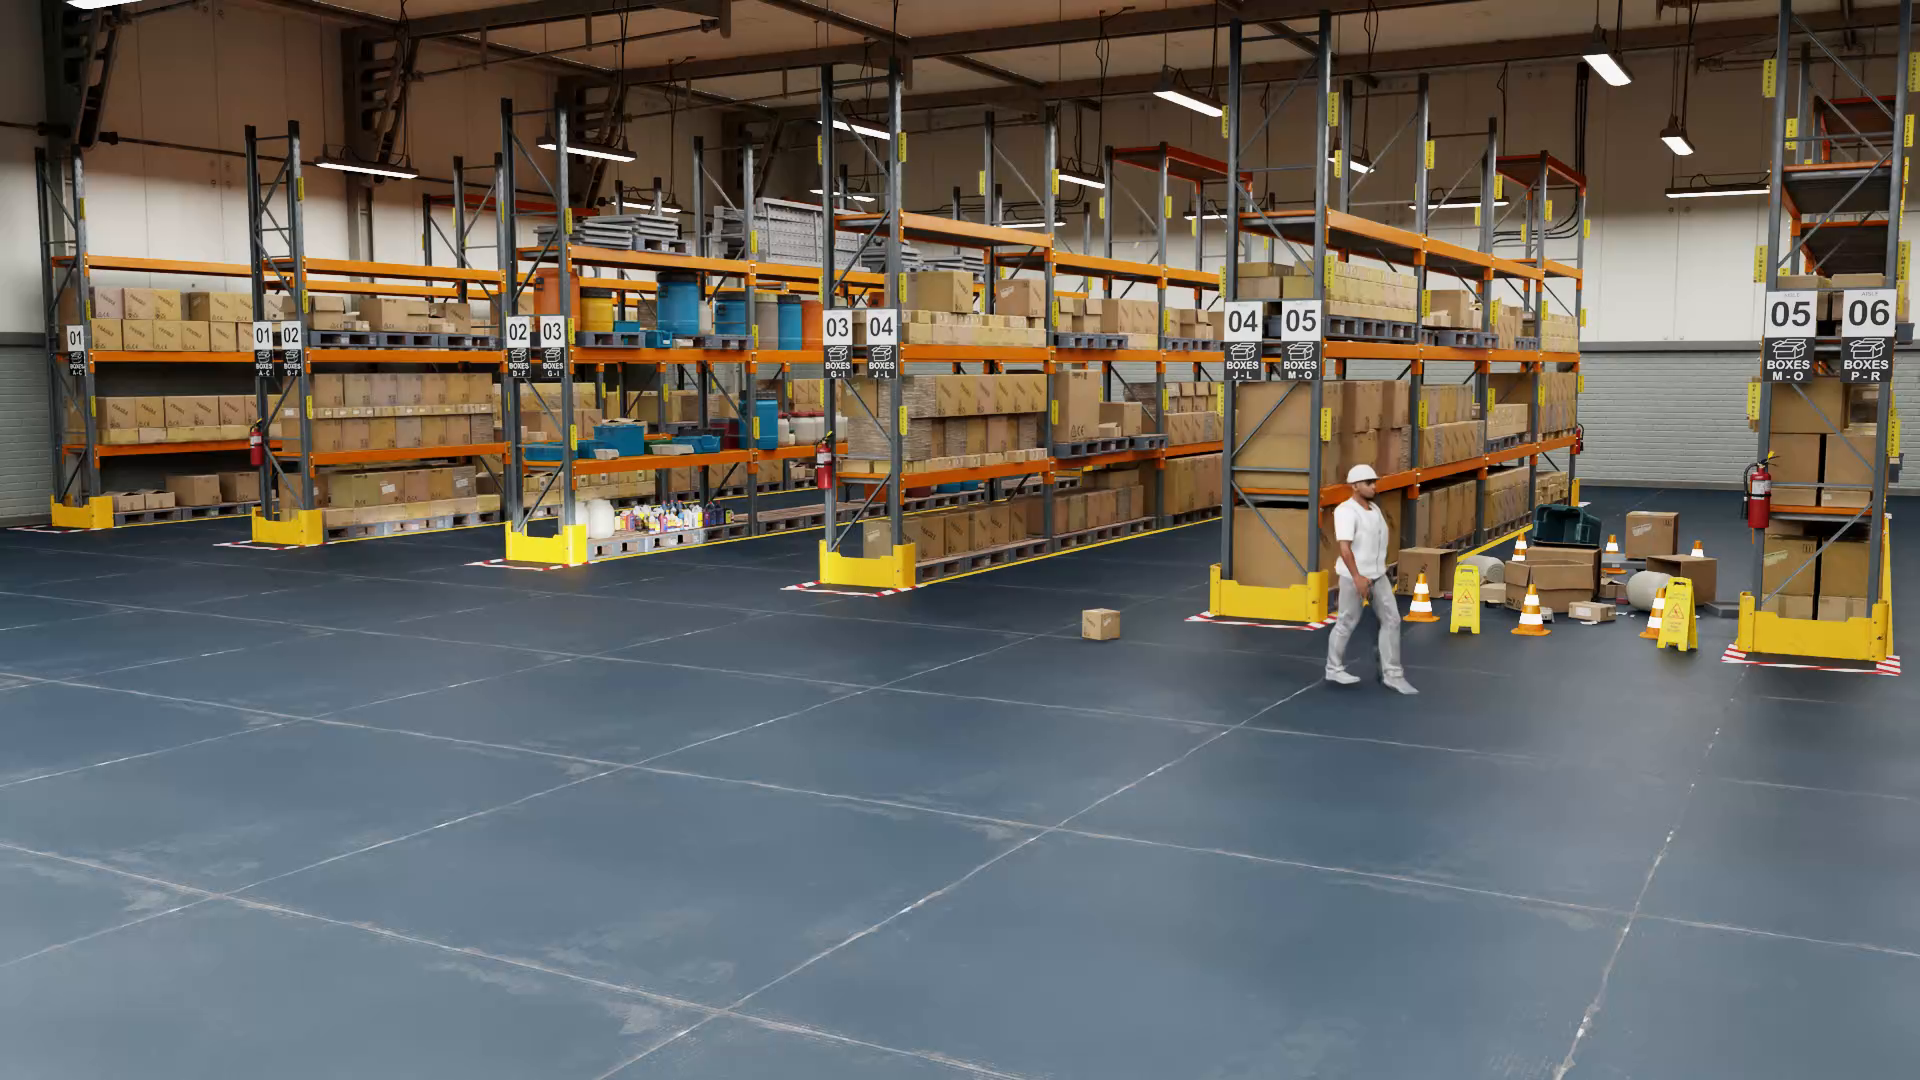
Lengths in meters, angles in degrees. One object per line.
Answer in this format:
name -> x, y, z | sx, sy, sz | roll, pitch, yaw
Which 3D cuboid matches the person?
person -> 3.214, 0.315, 13.043 | 0.625, 1.803, 0.750 | -5, 8, -40
